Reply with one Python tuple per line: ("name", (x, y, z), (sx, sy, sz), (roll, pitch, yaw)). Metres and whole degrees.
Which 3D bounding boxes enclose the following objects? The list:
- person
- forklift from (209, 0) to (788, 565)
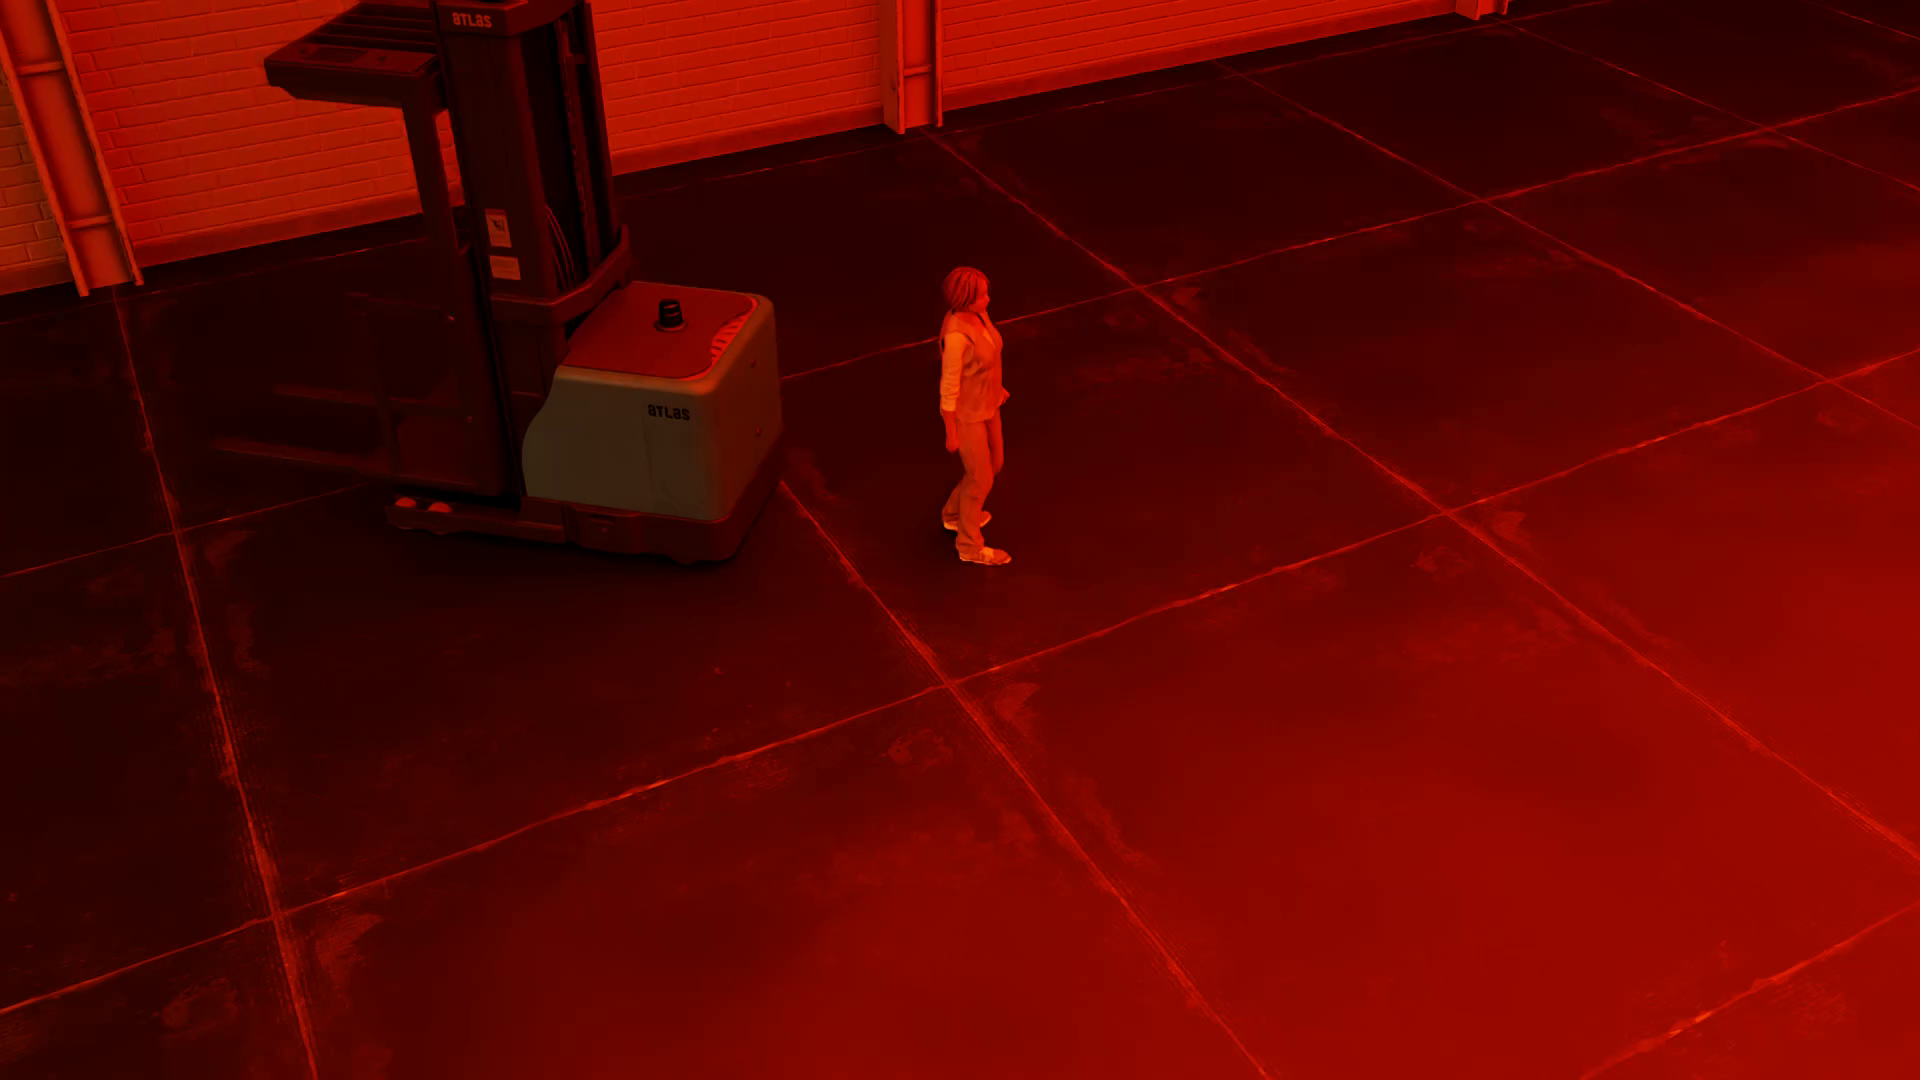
("person", (0.096, -0.628, 8.216), (0.425, 1.584, 0.536), (11, 37, 15))
("forklift", (-2.520, -1.513, 8.263), (3.031, 2.935, 1.130), (8, 36, 11))
